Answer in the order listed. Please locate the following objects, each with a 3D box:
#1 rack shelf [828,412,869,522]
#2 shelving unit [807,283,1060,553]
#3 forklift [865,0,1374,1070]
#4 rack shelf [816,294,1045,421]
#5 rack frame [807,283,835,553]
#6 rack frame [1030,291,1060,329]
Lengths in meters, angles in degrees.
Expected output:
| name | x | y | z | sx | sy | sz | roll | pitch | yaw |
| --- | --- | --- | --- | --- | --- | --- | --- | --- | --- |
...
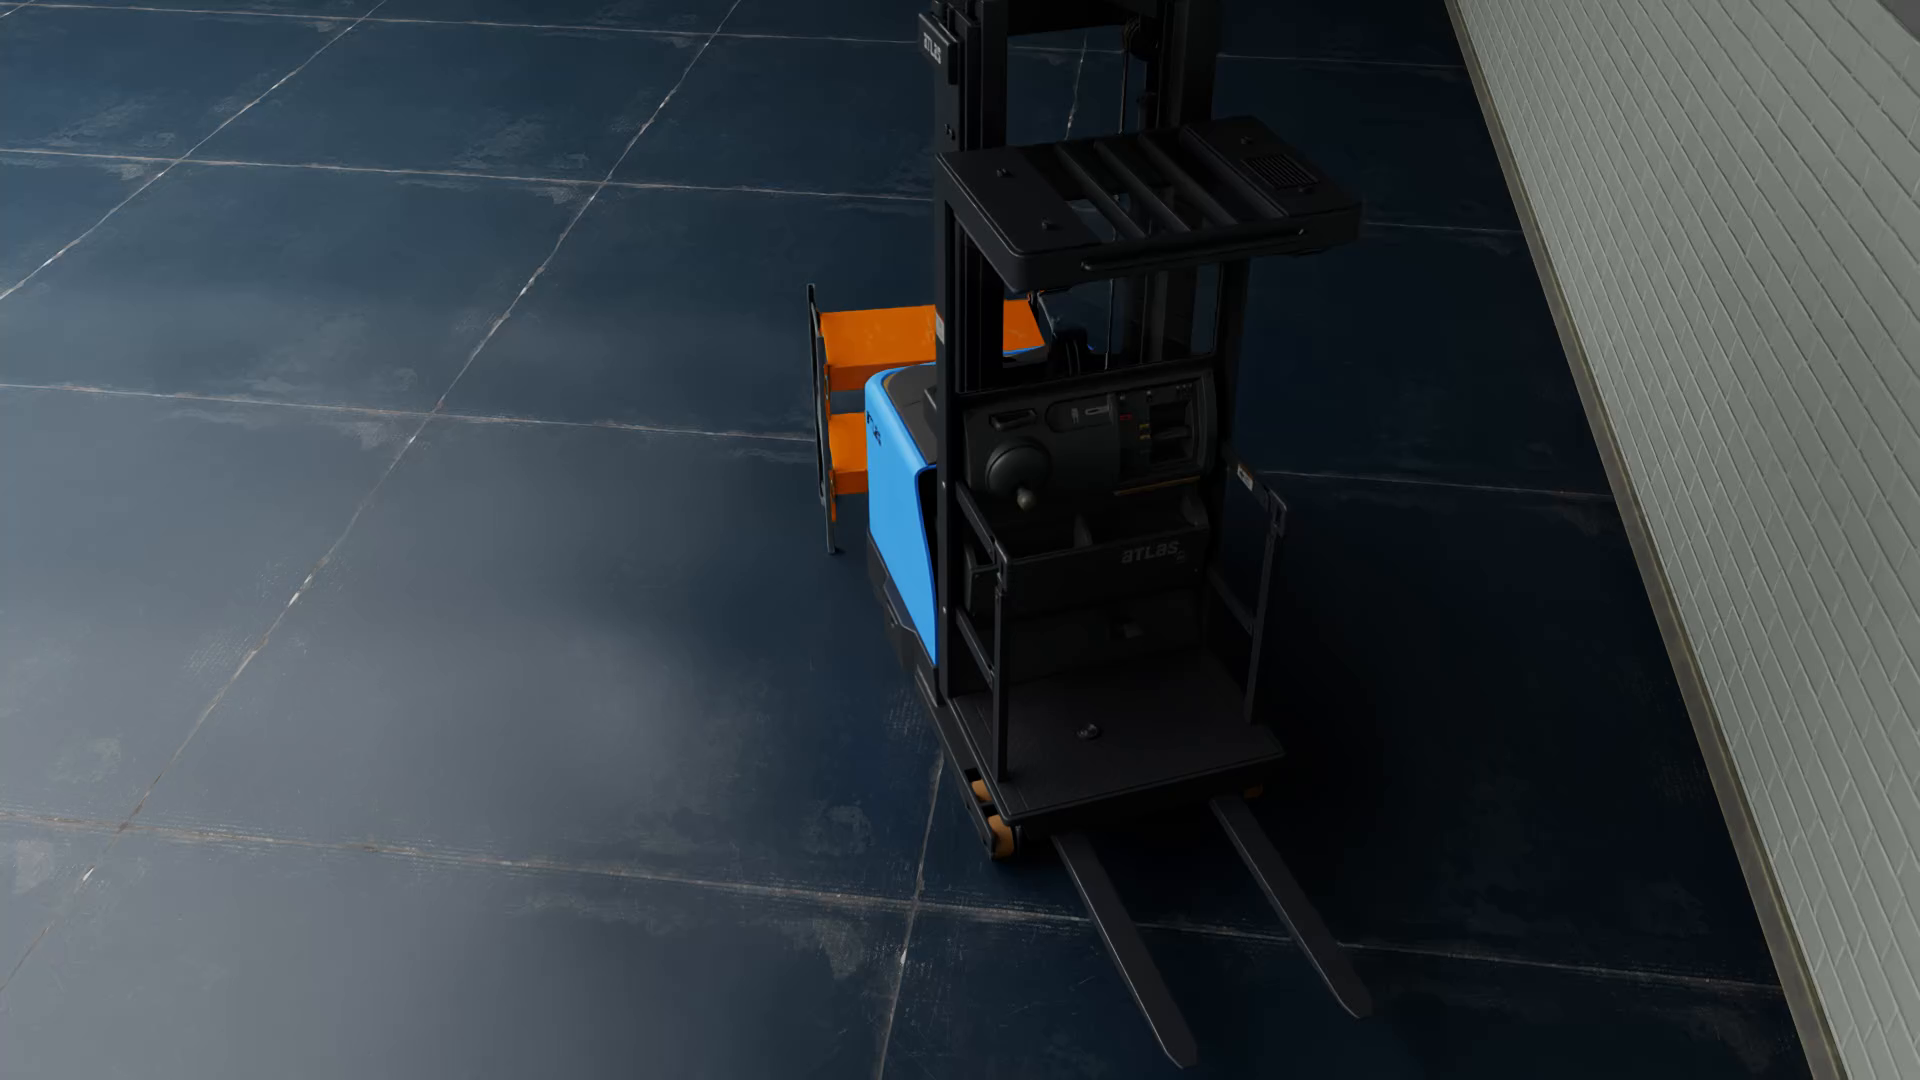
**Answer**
| name | x | y | z | sx | sy | sz | roll | pitch | yaw |
| --- | --- | --- | --- | --- | --- | --- | --- | --- | --- |
| rack shelf | -0.126 | -0.388 | 7.746 | 1.000 | 0.278 | 0.538 | -5 | 36 | -7 |
| shelving unit | -0.126 | -0.587 | 7.604 | 1.048 | 1.125 | 0.538 | -5 | 36 | -7 |
| forklift | 0.529 | -0.287 | 5.629 | 1.130 | 2.935 | 3.031 | -11 | 37 | -15 |
| rack shelf | -0.126 | -0.825 | 7.434 | 1.000 | 0.278 | 0.538 | -5 | 36 | -7 |
| rack frame | -0.628 | -0.542 | 7.541 | 0.032 | 1.125 | 0.500 | -5 | 36 | -7 |
| rack frame | 0.376 | -0.632 | 7.668 | 0.032 | 1.125 | 0.500 | -5 | 36 | -7 |
